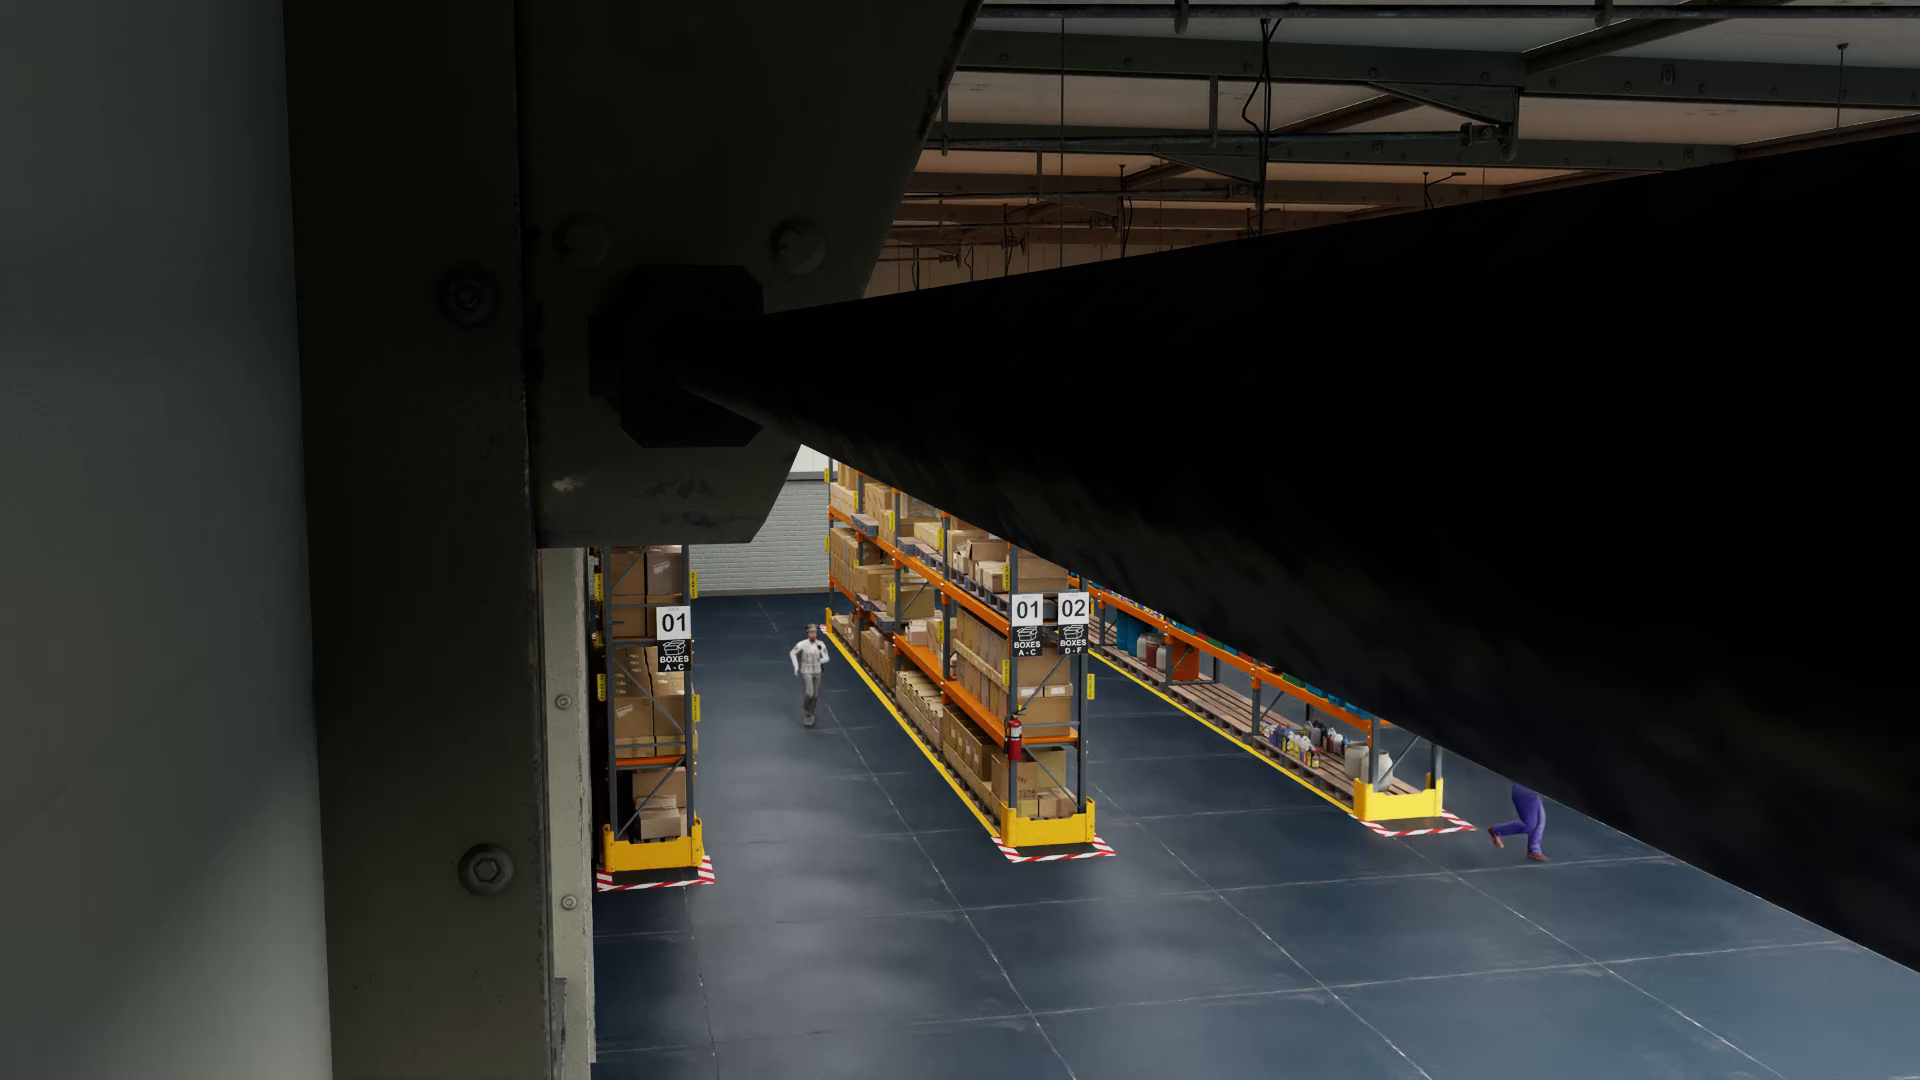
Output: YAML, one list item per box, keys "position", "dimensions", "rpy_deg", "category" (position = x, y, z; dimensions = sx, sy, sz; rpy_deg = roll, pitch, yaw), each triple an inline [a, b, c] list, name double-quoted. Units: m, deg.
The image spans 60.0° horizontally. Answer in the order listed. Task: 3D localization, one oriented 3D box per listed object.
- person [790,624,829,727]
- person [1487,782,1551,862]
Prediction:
- position: [-2.454, 2.231, 27.512]
  dimensions: [0.580, 1.715, 0.694]
  rpy_deg: [-3, 7, -23]
  category: "person"
- position: [6.892, 3.123, 20.420]
  dimensions: [0.769, 1.633, 0.620]
  rpy_deg: [2, 7, 17]
  category: "person"
